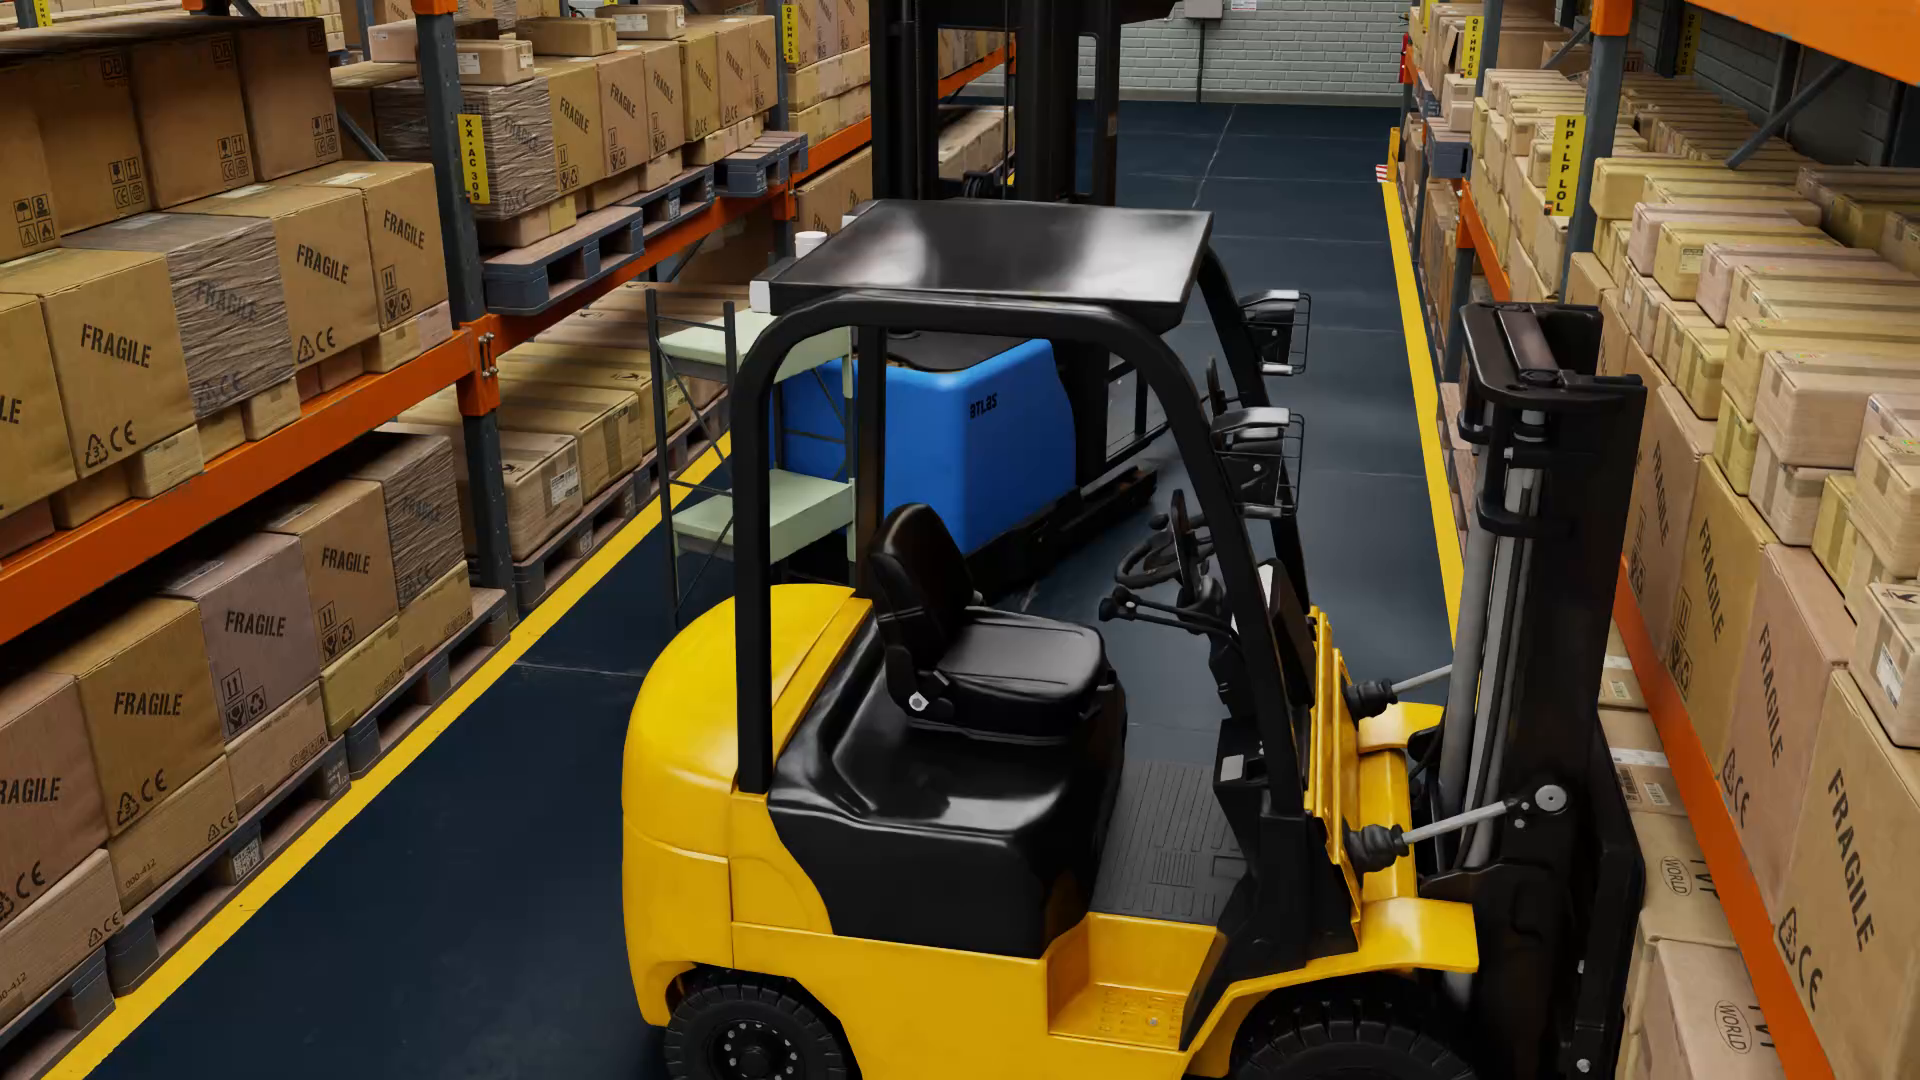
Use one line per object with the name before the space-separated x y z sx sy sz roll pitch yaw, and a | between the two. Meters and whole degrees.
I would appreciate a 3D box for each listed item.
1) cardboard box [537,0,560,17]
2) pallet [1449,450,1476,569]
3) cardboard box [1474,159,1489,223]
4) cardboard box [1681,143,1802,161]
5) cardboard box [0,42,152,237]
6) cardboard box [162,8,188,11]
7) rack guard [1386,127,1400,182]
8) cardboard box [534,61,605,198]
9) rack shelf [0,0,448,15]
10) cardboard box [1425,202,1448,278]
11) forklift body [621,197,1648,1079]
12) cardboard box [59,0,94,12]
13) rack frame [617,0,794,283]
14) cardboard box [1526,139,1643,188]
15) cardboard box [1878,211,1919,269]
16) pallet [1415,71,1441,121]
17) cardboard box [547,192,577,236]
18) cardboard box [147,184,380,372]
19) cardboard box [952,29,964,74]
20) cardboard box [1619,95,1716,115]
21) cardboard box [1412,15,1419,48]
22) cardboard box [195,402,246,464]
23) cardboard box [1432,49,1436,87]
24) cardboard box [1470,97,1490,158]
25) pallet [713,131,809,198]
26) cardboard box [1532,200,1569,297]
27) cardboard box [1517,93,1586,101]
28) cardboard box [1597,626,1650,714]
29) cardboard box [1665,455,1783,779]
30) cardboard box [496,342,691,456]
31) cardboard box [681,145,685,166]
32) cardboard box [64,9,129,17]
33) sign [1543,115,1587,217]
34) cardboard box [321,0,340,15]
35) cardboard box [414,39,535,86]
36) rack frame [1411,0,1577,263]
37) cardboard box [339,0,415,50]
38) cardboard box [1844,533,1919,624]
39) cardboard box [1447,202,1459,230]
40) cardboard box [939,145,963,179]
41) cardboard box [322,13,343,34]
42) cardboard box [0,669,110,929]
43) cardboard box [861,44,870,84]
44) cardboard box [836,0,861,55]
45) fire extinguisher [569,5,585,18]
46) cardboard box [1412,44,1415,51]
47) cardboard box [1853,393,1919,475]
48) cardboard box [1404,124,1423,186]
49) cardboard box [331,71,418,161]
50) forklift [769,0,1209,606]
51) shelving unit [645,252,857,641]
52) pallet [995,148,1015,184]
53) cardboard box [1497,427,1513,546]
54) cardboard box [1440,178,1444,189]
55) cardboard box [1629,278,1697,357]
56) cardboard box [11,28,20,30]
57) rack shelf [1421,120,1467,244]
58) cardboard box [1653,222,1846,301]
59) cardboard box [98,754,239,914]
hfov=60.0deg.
cardboard box | -4.609 -5.787 17.676 0.500 0.500 0.500 5 22 12
pallet | 2.867 -0.107 7.838 1.003 0.211 1.213 4 22 11
cardboard box | 2.888 -1.747 8.377 0.500 0.250 0.500 4 22 10
cardboard box | 2.980 -1.421 6.364 0.380 0.149 0.250 4 22 10
cardboard box | -2.908 -1.195 4.935 0.700 0.500 0.500 4 22 10
cardboard box | -5.797 -3.941 12.603 0.380 0.149 0.250 4 22 10
rack guard | 4.942 -3.882 16.824 1.175 0.500 0.348 4 22 11
cardboard box | -1.873 -1.770 7.139 0.500 0.500 0.500 5 22 11
rack shelf | -2.760 -1.384 4.223 1.077 0.370 4.000 4 22 11
cardboard box | 3.617 -2.105 11.848 0.500 0.500 0.500 4 22 9
forklift body | 0.293 0.343 4.123 2.313 2.155 1.214 4 22 11
cardboard box | -9.651 -5.701 17.797 0.500 0.250 0.500 4 22 9
rack frame | -1.535 -2.521 10.098 1.000 3.000 0.127 4 22 11
cardboard box | 2.421 -1.458 6.456 0.380 0.149 0.250 4 22 9
cardboard box | 2.617 -0.744 4.285 0.380 0.149 0.250 4 22 10
pallet | 3.871 -3.234 12.125 1.003 0.211 1.213 4 22 11
cardboard box | -1.870 -1.405 7.101 0.380 0.149 0.250 5 22 12
cardboard box | -2.297 -0.872 5.472 0.500 0.500 0.500 5 23 13
cardboard box | -0.260 -4.366 14.544 0.500 0.500 0.500 5 22 11
cardboard box | 3.289 -1.978 7.747 0.380 0.149 0.250 4 22 11
cardboard box | 4.398 -4.623 15.119 0.500 0.250 0.500 4 22 10
cardboard box | -2.404 -0.338 5.013 0.380 0.149 0.250 4 22 10
cardboard box | 3.482 -3.260 11.552 0.396 0.266 0.258 6 23 14
cardboard box | 2.971 -2.164 8.744 0.500 0.250 0.500 4 22 11
pallet | -1.576 -2.163 9.466 1.213 0.211 1.003 4 22 11
cardboard box | 2.358 -1.042 5.958 0.500 0.250 0.500 4 22 10
cardboard box | 2.828 -2.013 7.834 0.380 0.149 0.250 5 22 11
cardboard box | 1.898 0.458 4.481 0.500 0.250 0.500 5 23 13
cardboard box | 1.755 0.159 3.310 0.500 0.500 0.500 4 22 10
cardboard box | -1.963 -0.743 8.640 0.950 0.372 0.625 5 23 13
cardboard box | -1.639 -1.987 8.546 0.380 0.149 0.250 5 22 11
cardboard box | -6.484 -3.902 12.506 0.380 0.149 0.250 6 23 14
sign | 1.975 -1.219 5.422 0.100 0.325 0.005 4 22 11
cardboard box | -5.476 -4.517 14.031 0.380 0.149 0.250 5 23 13
cardboard box | -1.909 -1.883 6.552 0.380 0.149 0.250 4 22 11
rack frame | 4.141 -3.607 12.794 1.000 3.000 0.127 4 22 11
cardboard box | -5.238 -4.670 14.903 0.500 0.500 0.500 4 22 10
cardboard box | 1.625 0.101 2.587 0.380 0.149 0.250 5 22 12
cardboard box | 3.476 -2.163 11.124 0.380 0.149 0.250 3 22 8
cardboard box | -0.486 -3.212 14.680 0.875 0.438 0.875 4 22 10
cardboard box | -5.473 -4.380 14.089 0.380 0.149 0.250 5 23 13
cardboard box | -2.626 0.663 4.306 0.500 0.500 0.500 4 22 9
cardboard box | -0.853 -3.404 11.823 0.500 0.250 0.500 5 22 12
cardboard box | -0.983 -3.563 11.213 0.500 0.500 0.500 5 22 12
fire extinguisher | -4.266 -5.635 18.433 0.296 0.674 0.183 4 22 11
cardboard box | 4.622 -4.854 16.227 0.380 0.149 0.250 4 22 11
cardboard box | 1.730 -0.126 2.751 0.380 0.149 0.250 5 22 11
cardboard box | 4.527 -3.579 15.508 0.700 0.500 0.500 5 23 13
cardboard box | -2.482 -1.624 6.776 0.500 0.500 0.500 4 22 10
forklift | 0.328 -1.561 7.805 1.130 2.935 3.031 13 25 29
shelving unit | -0.795 -0.311 6.618 0.431 1.500 0.755 13 25 29
pallet | 0.011 -3.855 17.142 1.003 0.211 1.213 4 22 11
cardboard box | 2.770 -0.249 7.074 0.875 0.625 0.625 4 22 10
cardboard box | 3.827 -2.725 12.520 0.380 0.149 0.250 4 22 9
cardboard box | 1.931 -0.559 4.224 0.380 0.149 0.250 4 22 10
cardboard box | -6.117 -3.371 11.187 0.380 0.149 0.250 4 22 11
rack shelf | 3.733 -2.542 11.112 1.077 0.370 4.000 4 22 11
cardboard box | 1.965 -0.692 4.157 0.380 0.149 0.250 4 22 10
cardboard box | -2.522 0.825 4.908 0.500 0.250 0.500 6 23 15
